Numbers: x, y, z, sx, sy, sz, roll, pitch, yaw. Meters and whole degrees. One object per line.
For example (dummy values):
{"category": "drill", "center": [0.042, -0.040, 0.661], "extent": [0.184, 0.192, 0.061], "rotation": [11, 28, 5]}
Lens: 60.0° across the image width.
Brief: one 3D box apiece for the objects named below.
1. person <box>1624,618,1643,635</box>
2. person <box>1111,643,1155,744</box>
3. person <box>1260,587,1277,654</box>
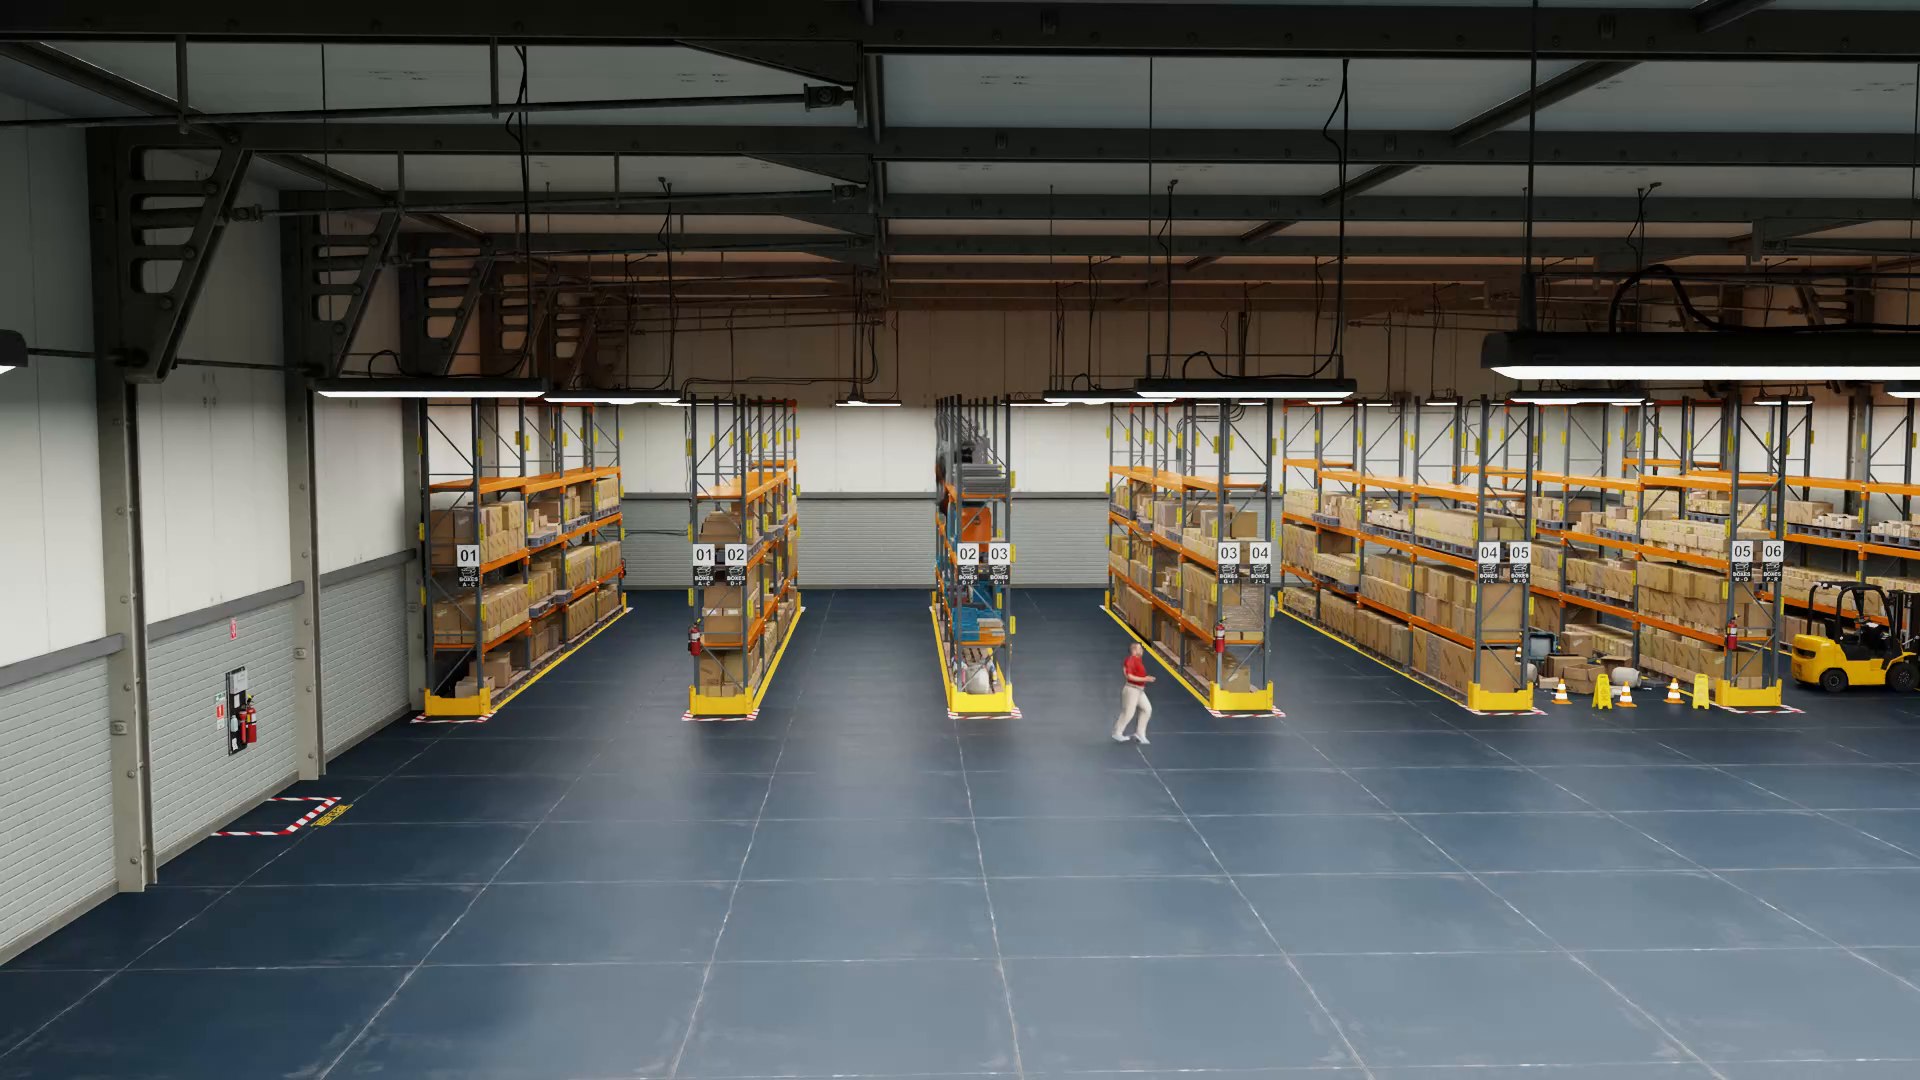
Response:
{"category": "person", "center": [16.332, 1.681, 40.261], "extent": [0.661, 1.735, 0.642], "rotation": [0, 5, -4]}
{"category": "person", "center": [2.971, 2.651, 28.407], "extent": [0.783, 1.797, 0.640], "rotation": [2, 5, 23]}
{"category": "person", "center": [7.165, 1.866, 39.088], "extent": [0.550, 1.619, 0.705], "rotation": [-1, 5, -7]}
